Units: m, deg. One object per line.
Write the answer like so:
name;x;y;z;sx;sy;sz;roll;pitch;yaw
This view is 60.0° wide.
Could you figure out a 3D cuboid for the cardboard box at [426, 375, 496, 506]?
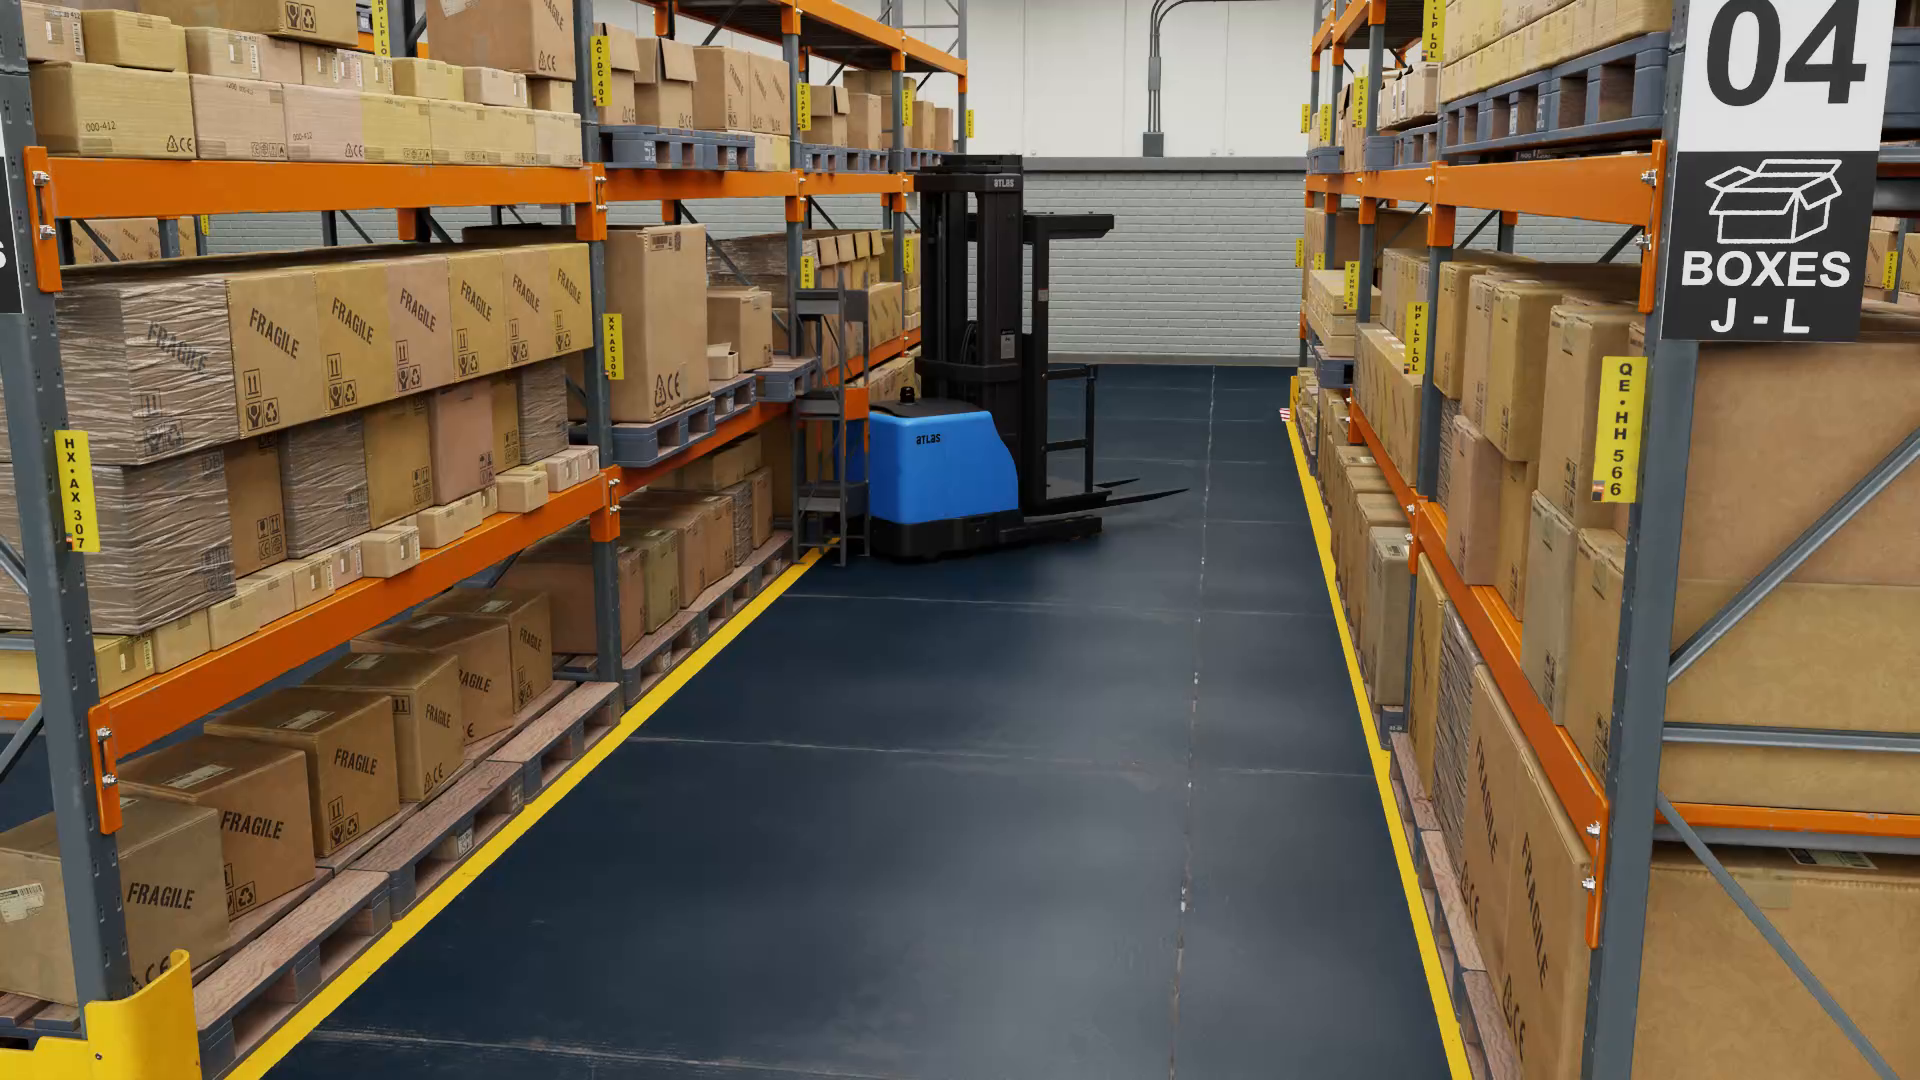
cardboard box;-2.488;-0.448;7.010;0.875;0.500;0.500;2;12;9

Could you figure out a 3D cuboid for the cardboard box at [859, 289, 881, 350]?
cardboard box;-0.996;-1.952;14.694;0.500;0.500;0.500;2;12;8

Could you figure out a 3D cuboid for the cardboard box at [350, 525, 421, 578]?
cardboard box;-2.278;0.039;6.290;0.380;0.149;0.250;2;12;9

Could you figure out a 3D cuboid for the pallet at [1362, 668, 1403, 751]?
pallet;2.661;0.826;8.660;1.003;0.211;1.213;2;12;9

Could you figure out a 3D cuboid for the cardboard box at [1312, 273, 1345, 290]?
cardboard box;3.253;-2.234;14.428;0.380;0.149;0.250;2;12;9

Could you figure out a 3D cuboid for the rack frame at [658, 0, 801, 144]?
rack frame;-1.653;-4.321;11.685;1.000;3.000;0.127;2;12;9

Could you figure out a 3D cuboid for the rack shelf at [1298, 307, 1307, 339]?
rack shelf;4.155;-2.104;17.345;1.077;0.370;4.000;2;12;9

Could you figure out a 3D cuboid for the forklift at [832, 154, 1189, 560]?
forklift;0.504;-1.511;13.047;3.031;2.935;1.130;-9;15;-35

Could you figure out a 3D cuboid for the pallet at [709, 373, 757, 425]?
pallet;-1.917;-0.881;10.419;1.003;0.211;1.213;2;12;9

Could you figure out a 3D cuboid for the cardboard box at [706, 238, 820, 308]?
cardboard box;-1.525;-2.080;12.904;0.797;0.503;0.637;2;12;11

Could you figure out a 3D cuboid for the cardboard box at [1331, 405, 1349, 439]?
cardboard box;3.239;-0.918;13.292;0.500;0.250;0.500;2;12;10

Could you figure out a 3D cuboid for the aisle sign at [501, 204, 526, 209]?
aisle sign;-5.599;-4.510;20.629;0.394;0.787;0.004;2;12;9

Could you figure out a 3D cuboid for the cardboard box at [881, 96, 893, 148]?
cardboard box;-0.977;-4.156;16.564;0.700;0.500;0.500;1;12;5

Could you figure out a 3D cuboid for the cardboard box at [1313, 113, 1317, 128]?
cardboard box;3.979;-4.487;17.798;0.380;0.149;0.250;2;12;9

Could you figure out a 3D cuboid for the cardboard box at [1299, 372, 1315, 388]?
cardboard box;3.957;-1.767;18.431;0.380;0.149;0.250;2;12;8

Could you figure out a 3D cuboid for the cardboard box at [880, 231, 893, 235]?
cardboard box;-0.914;-3.189;18.542;0.500;0.500;0.500;2;12;7

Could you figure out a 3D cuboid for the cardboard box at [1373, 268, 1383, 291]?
cardboard box;4.173;-2.329;15.736;0.500;0.500;0.500;2;12;8

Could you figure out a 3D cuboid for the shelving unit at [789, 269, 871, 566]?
shelving unit;-0.936;-0.893;12.051;0.431;2.100;0.503;3;8;17

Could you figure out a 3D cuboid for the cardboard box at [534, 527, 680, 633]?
cardboard box;-2.061;0.225;9.718;0.700;0.500;0.500;2;12;8

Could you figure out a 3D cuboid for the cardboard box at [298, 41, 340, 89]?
cardboard box;-2.379;-1.631;5.730;0.380;0.149;0.250;1;12;6

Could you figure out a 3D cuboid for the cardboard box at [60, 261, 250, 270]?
cardboard box;-2.893;-0.737;5.977;0.500;0.500;0.500;2;12;9

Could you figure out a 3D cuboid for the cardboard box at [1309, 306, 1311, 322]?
cardboard box;3.295;-1.997;14.739;0.380;0.149;0.250;2;12;10

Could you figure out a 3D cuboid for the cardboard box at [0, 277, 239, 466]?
cardboard box;-2.530;-0.512;4.932;0.500;0.500;0.500;2;12;9

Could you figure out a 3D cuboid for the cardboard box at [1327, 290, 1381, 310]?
cardboard box;2.895;-1.749;12.178;0.380;0.149;0.250;2;12;8

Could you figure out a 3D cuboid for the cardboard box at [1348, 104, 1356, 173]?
cardboard box;3.133;-2.954;12.222;0.500;0.500;0.500;2;12;9

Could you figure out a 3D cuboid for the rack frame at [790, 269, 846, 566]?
rack frame;-1.009;-0.861;11.821;0.400;2.100;0.015;3;8;17

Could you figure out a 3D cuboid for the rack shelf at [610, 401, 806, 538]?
rack shelf;-1.961;-0.621;10.461;1.077;0.370;4.000;2;12;9

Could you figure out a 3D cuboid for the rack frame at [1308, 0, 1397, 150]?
rack frame;4.463;-5.805;18.569;1.000;3.000;0.127;2;12;9

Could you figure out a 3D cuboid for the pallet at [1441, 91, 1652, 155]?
pallet;2.481;-1.627;6.514;1.003;0.211;1.213;2;12;9

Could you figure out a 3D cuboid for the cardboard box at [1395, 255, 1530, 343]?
cardboard box;3.000;-1.439;9.941;0.700;0.500;0.500;2;12;8

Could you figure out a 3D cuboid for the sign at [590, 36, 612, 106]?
sign;-1.731;-2.259;8.008;0.100;0.325;0.005;2;12;9

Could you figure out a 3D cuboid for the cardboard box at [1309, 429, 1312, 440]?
cardboard box;3.671;-1.052;16.527;0.380;0.149;0.250;1;12;7

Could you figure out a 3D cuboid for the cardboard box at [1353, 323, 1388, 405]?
cardboard box;2.896;-1.171;11.070;0.500;0.500;0.500;2;12;9

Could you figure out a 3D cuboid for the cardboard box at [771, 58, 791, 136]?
cardboard box;-1.479;-3.041;11.439;0.500;0.500;0.500;2;12;10

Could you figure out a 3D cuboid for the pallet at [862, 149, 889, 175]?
pallet;-1.130;-3.402;14.992;0.805;0.209;1.217;1;12;6

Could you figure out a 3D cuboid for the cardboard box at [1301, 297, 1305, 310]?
cardboard box;4.089;-2.693;18.964;0.380;0.149;0.250;2;12;8

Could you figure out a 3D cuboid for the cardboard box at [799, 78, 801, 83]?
cardboard box;-1.631;-3.240;12.546;0.797;0.503;0.637;3;12;12

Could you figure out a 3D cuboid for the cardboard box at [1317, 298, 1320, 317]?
cardboard box;3.094;-1.875;13.466;0.380;0.149;0.250;2;12;8

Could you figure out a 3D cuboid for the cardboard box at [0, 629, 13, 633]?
cardboard box;-3.044;0.334;4.922;0.380;0.149;0.250;2;12;9

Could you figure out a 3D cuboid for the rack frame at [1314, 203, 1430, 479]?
rack frame;3.847;-2.040;15.337;1.000;3.000;0.127;2;12;9

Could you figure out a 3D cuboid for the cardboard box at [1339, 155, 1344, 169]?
cardboard box;3.656;-3.543;15.552;0.500;0.250;0.500;2;12;10

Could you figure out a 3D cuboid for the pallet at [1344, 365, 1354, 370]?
pallet;3.496;-1.527;13.412;1.003;0.211;1.213;2;12;9

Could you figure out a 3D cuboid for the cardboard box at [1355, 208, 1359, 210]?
cardboard box;4.560;-3.346;18.085;0.500;0.500;0.500;1;12;7

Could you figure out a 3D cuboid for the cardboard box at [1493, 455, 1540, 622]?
cardboard box;2.328;-0.033;5.670;0.875;0.550;0.500;2;12;9

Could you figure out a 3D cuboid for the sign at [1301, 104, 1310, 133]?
sign;3.926;-4.783;18.874;0.100;0.325;0.005;2;12;9

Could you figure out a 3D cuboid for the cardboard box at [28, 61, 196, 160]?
cardboard box;-2.554;-1.208;4.716;0.500;0.250;0.500;2;12;10

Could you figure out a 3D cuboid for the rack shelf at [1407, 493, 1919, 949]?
rack shelf;2.309;0.394;5.754;1.077;0.370;4.000;2;12;9

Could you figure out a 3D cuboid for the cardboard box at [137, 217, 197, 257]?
cardboard box;-10.007;-3.812;20.950;0.500;0.500;0.500;2;12;8

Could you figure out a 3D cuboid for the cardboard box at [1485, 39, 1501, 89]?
cardboard box;2.031;-1.642;5.734;0.380;0.149;0.250;2;12;9

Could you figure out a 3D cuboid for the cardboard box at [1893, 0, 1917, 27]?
cardboard box;2.410;-1.253;3.931;0.380;0.149;0.250;2;12;9

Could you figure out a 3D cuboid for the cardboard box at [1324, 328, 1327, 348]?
cardboard box;2.933;-1.512;12.489;0.380;0.149;0.250;2;12;10

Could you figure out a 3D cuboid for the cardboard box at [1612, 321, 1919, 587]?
cardboard box;2.097;-0.219;3.969;0.875;0.550;0.550;2;12;9
